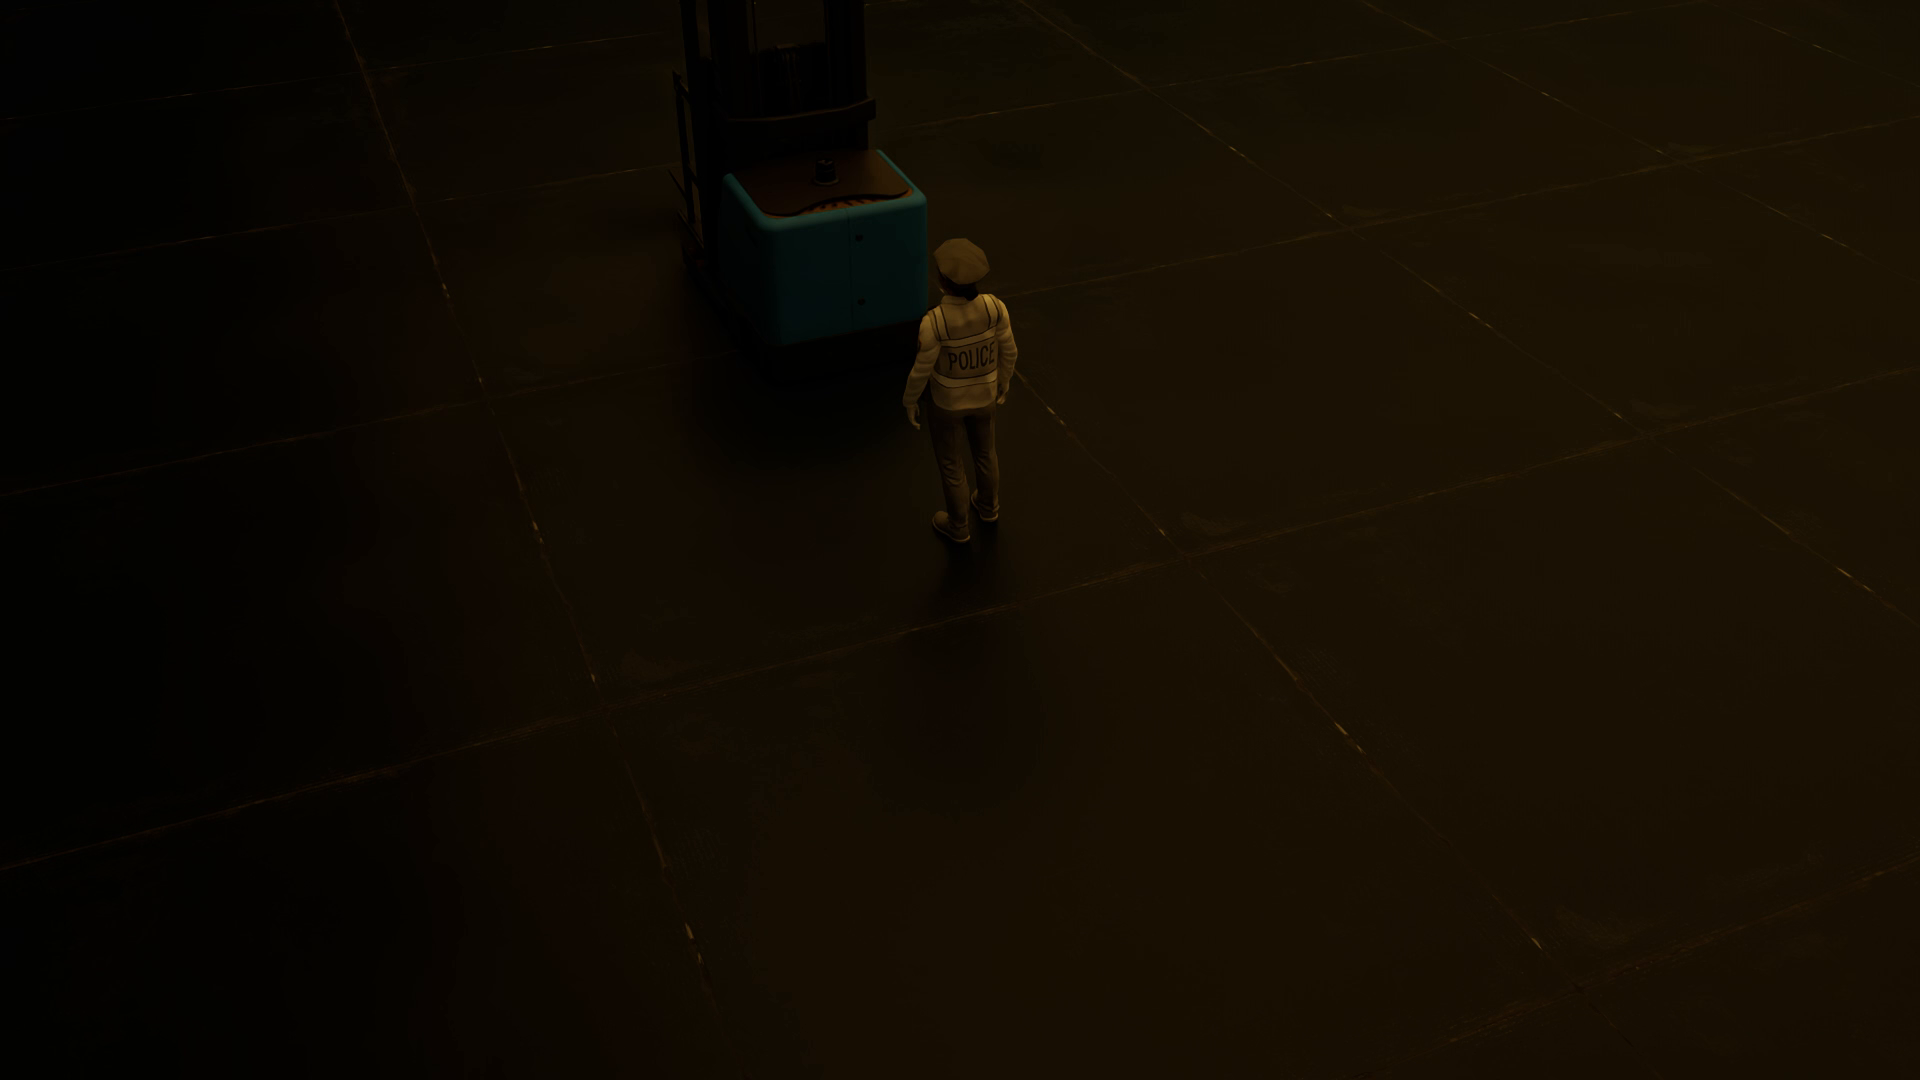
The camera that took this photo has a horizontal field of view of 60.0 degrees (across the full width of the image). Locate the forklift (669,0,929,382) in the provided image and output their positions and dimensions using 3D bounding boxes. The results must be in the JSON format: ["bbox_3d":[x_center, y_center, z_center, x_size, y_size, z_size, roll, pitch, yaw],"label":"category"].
[{"bbox_3d":[-1.211,-2.977,10.284,1.130,2.935,3.031,-14,38,-18],"label":"forklift"}]

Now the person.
[{"bbox_3d":[-0.020,-0.734,8.185,0.587,1.696,0.534,-14,38,-19],"label":"person"}]
